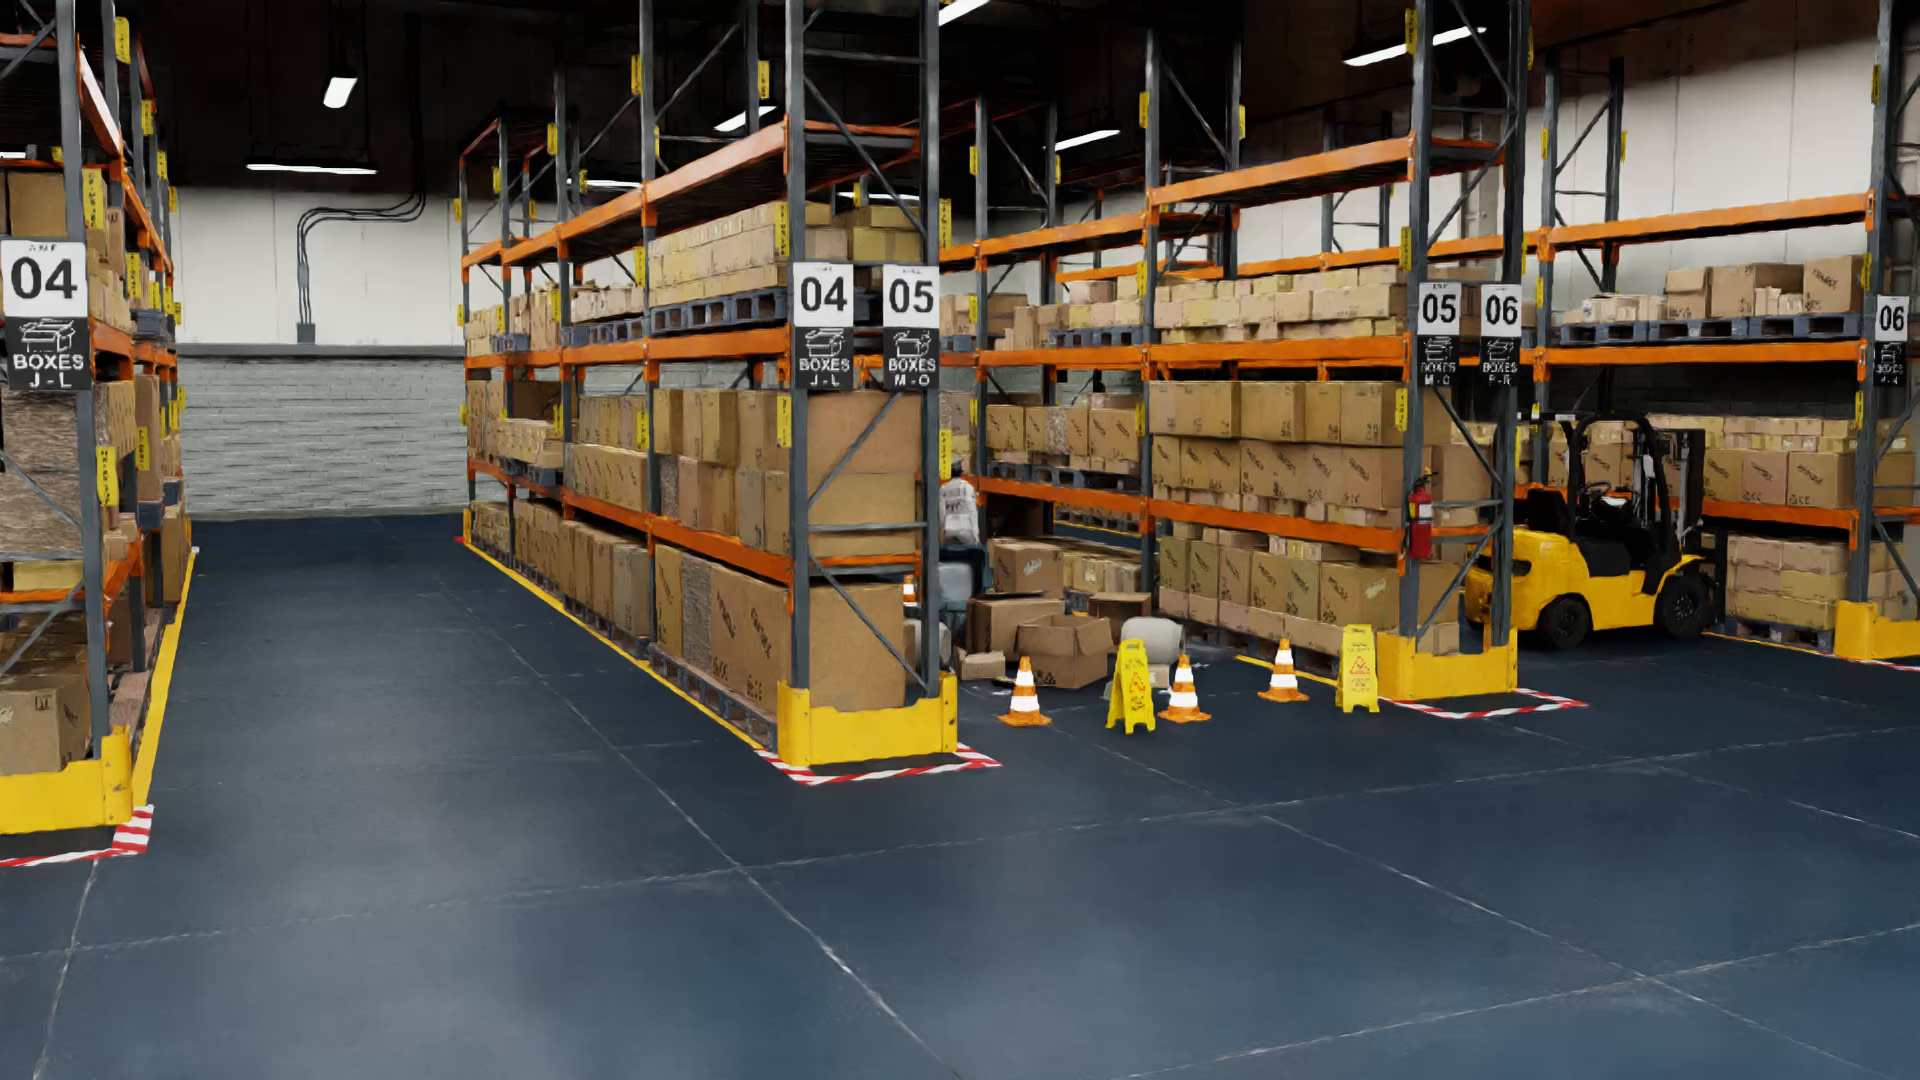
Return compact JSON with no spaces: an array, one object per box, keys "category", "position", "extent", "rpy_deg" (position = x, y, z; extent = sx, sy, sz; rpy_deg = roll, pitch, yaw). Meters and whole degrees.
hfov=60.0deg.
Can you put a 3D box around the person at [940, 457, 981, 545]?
[{"category":"person","position":[0.097,-0.058,17.641],"extent":[0.671,1.635,0.463],"rpy_deg":[5,7,41]}]
